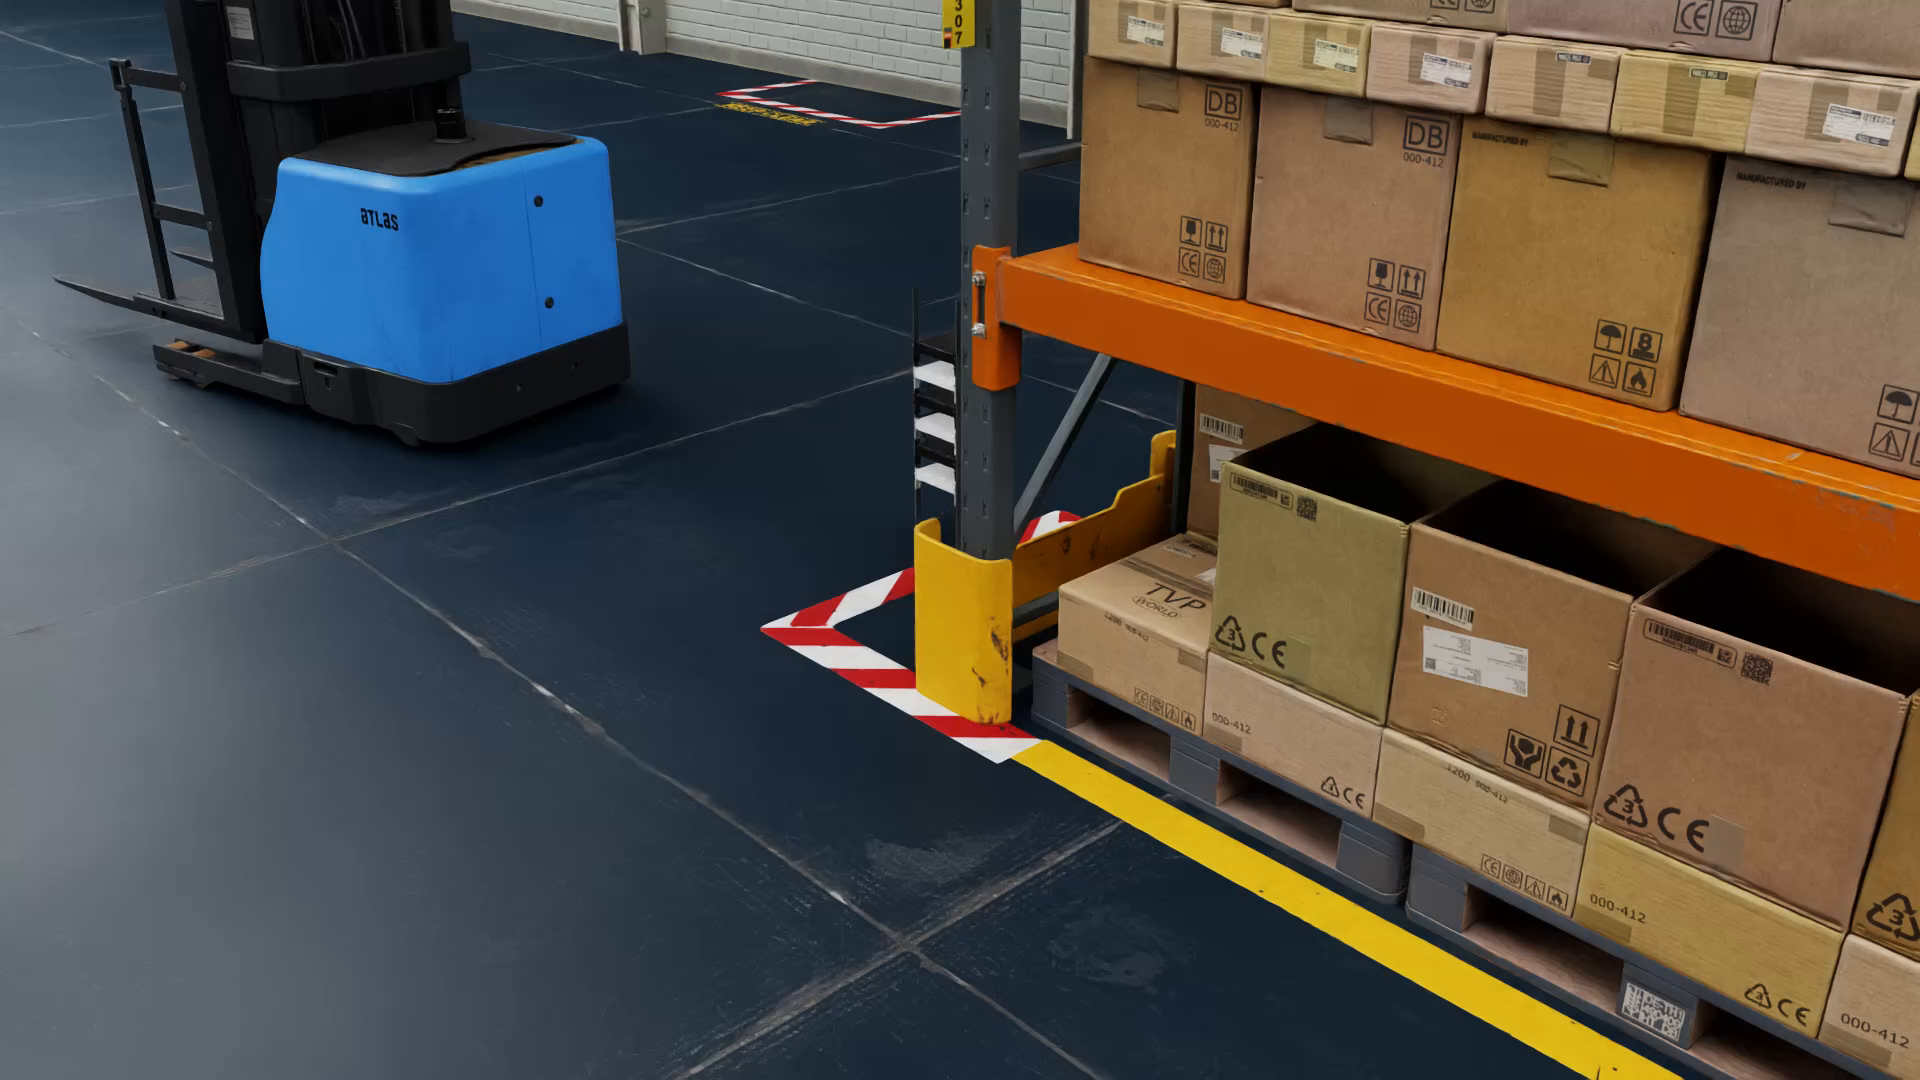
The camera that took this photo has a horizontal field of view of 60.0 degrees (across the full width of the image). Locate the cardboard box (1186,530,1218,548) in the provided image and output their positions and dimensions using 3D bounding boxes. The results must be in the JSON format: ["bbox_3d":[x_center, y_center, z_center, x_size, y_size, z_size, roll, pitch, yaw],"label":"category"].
[{"bbox_3d":[0.988,0.091,4.744,0.500,0.250,0.500,-21,32,-38],"label":"cardboard box"}]

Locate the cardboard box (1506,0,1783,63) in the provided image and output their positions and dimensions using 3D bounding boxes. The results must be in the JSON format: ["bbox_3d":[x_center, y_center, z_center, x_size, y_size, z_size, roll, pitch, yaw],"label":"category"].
[{"bbox_3d":[1.460,-1.212,3.110,0.700,0.500,0.500,-21,32,-38],"label":"cardboard box"}]

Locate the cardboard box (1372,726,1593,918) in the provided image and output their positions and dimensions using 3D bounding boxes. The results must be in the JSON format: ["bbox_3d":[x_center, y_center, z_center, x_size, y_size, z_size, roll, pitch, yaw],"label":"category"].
[{"bbox_3d":[1.296,0.539,3.760,0.500,0.250,0.500,-21,32,-38],"label":"cardboard box"}]

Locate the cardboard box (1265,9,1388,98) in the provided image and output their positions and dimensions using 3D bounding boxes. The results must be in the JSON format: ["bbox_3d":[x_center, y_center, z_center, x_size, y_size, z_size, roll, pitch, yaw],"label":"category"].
[{"bbox_3d":[0.869,-1.054,3.543,0.380,0.149,0.250,-21,32,-38],"label":"cardboard box"}]

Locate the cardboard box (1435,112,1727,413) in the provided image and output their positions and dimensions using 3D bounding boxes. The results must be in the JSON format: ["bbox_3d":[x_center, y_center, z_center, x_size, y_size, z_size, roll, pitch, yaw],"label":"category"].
[{"bbox_3d":[1.413,-0.639,3.415,0.700,0.500,0.500,-21,32,-38],"label":"cardboard box"}]

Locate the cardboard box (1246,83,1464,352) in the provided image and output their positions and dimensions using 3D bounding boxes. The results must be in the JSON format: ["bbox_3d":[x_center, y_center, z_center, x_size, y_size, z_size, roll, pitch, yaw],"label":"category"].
[{"bbox_3d":[1.078,-0.791,3.749,0.700,0.500,0.500,-20,31,-37],"label":"cardboard box"}]

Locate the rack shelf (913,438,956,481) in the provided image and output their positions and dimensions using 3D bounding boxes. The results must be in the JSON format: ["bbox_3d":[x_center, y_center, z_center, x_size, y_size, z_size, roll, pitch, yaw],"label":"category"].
[{"bbox_3d":[0.005,-0.295,5.609,0.258,0.077,0.200,-21,32,-38],"label":"rack shelf"}]

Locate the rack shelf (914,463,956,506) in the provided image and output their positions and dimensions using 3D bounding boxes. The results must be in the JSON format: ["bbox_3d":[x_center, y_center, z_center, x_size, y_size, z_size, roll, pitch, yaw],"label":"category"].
[{"bbox_3d":[0.005,-0.213,5.646,0.258,0.077,0.200,-21,32,-38],"label":"rack shelf"}]

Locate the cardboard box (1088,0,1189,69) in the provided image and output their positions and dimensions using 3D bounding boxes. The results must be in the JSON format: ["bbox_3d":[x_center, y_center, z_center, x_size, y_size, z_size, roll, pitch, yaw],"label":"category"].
[{"bbox_3d":[0.517,-1.209,3.883,0.380,0.149,0.250,-22,32,-39],"label":"cardboard box"}]

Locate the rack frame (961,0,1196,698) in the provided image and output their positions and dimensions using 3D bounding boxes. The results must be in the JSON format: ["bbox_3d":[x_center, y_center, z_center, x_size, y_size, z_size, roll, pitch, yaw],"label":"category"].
[{"bbox_3d":[0.406,-1.048,4.433,1.000,3.000,0.127,-21,32,-38],"label":"rack frame"}]

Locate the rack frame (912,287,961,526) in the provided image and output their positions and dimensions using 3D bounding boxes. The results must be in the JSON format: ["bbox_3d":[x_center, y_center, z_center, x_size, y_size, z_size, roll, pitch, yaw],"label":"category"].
[{"bbox_3d":[-0.064,-0.438,5.625,0.240,0.900,0.006,-21,32,-38],"label":"rack frame"}]

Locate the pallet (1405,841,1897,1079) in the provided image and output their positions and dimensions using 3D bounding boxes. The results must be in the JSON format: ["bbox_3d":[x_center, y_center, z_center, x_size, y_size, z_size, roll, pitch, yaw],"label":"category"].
[{"bbox_3d":[1.789,0.810,3.720,1.003,0.211,1.213,-21,32,-38],"label":"pallet"}]

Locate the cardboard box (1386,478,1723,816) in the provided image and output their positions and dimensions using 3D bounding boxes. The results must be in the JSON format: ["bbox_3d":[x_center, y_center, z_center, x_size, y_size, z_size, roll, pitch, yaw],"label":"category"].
[{"bbox_3d":[1.304,0.195,3.612,0.500,0.500,0.500,-21,32,-38],"label":"cardboard box"}]

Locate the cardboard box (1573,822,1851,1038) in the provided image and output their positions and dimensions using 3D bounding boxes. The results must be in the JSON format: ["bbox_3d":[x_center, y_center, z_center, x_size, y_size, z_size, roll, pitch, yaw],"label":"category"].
[{"bbox_3d":[1.634,0.692,3.425,0.500,0.250,0.500,-21,32,-38],"label":"cardboard box"}]

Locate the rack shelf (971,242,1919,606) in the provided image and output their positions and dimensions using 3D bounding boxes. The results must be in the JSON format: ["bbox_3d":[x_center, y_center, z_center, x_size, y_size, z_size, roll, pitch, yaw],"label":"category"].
[{"bbox_3d":[1.773,-0.115,3.254,1.077,0.370,4.000,-21,32,-38],"label":"rack shelf"}]

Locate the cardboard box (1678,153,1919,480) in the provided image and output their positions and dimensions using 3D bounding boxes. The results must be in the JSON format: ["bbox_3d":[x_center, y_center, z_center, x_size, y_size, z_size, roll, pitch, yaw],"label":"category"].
[{"bbox_3d":[1.776,-0.480,3.068,0.700,0.500,0.500,-20,31,-37],"label":"cardboard box"}]

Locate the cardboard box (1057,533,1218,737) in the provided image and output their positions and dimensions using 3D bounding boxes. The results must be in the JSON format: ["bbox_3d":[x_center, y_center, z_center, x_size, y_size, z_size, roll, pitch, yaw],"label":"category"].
[{"bbox_3d":[0.610,0.237,4.422,0.500,0.250,0.500,-21,32,-38],"label":"cardboard box"}]

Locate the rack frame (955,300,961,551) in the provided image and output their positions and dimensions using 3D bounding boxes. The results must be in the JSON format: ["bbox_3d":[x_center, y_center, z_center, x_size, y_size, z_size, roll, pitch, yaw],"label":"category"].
[{"bbox_3d":[0.075,-0.376,5.490,0.240,0.900,0.006,-21,32,-38],"label":"rack frame"}]

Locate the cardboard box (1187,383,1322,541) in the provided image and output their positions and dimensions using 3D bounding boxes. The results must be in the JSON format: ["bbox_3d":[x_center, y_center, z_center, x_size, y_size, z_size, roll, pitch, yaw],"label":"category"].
[{"bbox_3d":[0.990,-0.251,4.590,0.500,0.500,0.500,-21,32,-38],"label":"cardboard box"}]

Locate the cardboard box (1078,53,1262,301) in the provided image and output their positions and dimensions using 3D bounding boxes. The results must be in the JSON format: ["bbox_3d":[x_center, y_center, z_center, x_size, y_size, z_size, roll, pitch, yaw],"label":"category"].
[{"bbox_3d":[0.716,-0.948,4.095,0.700,0.500,0.500,-21,32,-38],"label":"cardboard box"}]

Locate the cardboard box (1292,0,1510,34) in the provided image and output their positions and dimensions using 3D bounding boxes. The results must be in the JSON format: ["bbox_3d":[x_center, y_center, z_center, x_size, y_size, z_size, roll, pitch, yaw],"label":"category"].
[{"bbox_3d":[1.115,-1.365,3.444,0.700,0.500,0.500,-22,33,-40],"label":"cardboard box"}]

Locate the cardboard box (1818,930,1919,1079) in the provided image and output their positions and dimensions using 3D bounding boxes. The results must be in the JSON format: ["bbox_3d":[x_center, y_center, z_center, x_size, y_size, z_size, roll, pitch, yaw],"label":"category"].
[{"bbox_3d":[1.976,0.844,3.094,0.500,0.250,0.500,-21,32,-38],"label":"cardboard box"}]

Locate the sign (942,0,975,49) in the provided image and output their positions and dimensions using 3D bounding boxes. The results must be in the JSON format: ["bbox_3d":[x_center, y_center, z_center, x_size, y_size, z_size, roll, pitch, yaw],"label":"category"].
[{"bbox_3d":[-0.003,-1.322,3.896,0.100,0.325,0.005,-21,32,-38],"label":"sign"}]

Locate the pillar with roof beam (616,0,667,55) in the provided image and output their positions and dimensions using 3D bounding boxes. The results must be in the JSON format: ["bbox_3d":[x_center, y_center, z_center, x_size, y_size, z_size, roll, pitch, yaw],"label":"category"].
[{"bbox_3d":[-6.215,-7.632,11.636,9.100,9.000,0.400,-21,32,-38],"label":"pillar with roof beam"}]

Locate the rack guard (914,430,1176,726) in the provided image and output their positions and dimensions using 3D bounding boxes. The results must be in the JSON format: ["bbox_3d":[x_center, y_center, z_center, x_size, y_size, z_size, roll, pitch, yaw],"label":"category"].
[{"bbox_3d":[0.390,0.082,4.968,1.175,0.500,0.348,-21,32,-38],"label":"rack guard"}]

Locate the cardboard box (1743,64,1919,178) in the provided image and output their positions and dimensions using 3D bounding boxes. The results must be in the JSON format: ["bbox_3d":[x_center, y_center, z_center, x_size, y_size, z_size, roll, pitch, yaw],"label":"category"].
[{"bbox_3d":[1.567,-0.743,2.862,0.380,0.149,0.250,-21,32,-38],"label":"cardboard box"}]

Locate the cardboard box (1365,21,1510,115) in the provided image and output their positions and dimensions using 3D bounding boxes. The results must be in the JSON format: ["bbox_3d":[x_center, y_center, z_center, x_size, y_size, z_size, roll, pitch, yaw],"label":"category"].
[{"bbox_3d":[1.040,-0.976,3.374,0.380,0.149,0.250,-22,32,-39],"label":"cardboard box"}]

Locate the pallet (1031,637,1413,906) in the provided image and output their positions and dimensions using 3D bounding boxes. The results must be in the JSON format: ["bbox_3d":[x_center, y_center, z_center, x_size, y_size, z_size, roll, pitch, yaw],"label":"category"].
[{"bbox_3d":[0.959,0.440,4.530,1.003,0.211,1.213,-21,32,-38],"label":"pallet"}]

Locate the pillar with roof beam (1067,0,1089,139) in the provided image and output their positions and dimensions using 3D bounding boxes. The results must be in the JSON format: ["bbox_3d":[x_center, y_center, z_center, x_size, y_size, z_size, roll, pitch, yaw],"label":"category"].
[{"bbox_3d":[-2.114,-5.814,7.652,9.100,9.000,0.400,-21,32,-38],"label":"pillar with roof beam"}]

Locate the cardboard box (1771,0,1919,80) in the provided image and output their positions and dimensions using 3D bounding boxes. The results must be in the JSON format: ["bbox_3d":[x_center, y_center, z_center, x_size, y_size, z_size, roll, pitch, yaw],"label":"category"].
[{"bbox_3d":[1.803,-1.061,2.777,0.700,0.500,0.500,-21,32,-38],"label":"cardboard box"}]

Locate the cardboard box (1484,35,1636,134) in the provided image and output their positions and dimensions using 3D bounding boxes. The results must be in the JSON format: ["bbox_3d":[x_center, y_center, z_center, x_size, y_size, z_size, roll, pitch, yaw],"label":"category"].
[{"bbox_3d":[1.224,-0.896,3.199,0.250,0.149,0.380,23,33,40],"label":"cardboard box"}]

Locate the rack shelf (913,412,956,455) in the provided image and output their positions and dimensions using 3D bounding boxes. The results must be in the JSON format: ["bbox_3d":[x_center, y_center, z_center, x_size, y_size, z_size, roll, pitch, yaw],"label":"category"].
[{"bbox_3d":[0.005,-0.377,5.572,0.258,0.077,0.200,-21,32,-38],"label":"rack shelf"}]

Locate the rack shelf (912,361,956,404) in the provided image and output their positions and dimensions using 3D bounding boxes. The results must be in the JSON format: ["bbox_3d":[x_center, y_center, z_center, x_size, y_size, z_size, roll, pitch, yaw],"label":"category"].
[{"bbox_3d":[0.005,-0.541,5.497,0.258,0.077,0.200,-21,32,-38],"label":"rack shelf"}]

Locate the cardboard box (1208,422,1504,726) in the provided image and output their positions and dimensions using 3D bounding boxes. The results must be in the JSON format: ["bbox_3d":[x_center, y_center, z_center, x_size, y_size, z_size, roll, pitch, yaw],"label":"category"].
[{"bbox_3d":[0.953,0.047,3.936,0.500,0.500,0.500,-21,32,-38],"label":"cardboard box"}]

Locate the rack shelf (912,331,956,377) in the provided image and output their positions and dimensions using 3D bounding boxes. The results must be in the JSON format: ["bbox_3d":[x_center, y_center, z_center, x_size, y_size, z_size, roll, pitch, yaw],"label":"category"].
[{"bbox_3d":[0.005,-0.622,5.460,0.258,0.077,0.200,-21,32,-38],"label":"rack shelf"}]

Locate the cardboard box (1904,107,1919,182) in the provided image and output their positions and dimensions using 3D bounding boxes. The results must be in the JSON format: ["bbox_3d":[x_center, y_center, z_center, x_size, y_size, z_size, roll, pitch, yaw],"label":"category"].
[{"bbox_3d":[1.747,-0.663,2.688,0.380,0.149,0.250,-20,31,-37],"label":"cardboard box"}]

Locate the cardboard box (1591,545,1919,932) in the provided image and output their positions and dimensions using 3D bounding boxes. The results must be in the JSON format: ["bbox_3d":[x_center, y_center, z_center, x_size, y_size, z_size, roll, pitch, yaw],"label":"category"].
[{"bbox_3d":[1.633,0.351,3.269,0.500,0.500,0.500,-21,32,-38],"label":"cardboard box"}]

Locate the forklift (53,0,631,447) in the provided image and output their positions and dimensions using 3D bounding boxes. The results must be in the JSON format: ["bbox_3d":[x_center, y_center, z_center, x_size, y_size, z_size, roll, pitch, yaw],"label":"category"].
[{"bbox_3d":[-2.913,-2.154,6.940,3.031,2.935,1.130,16,29,31],"label":"forklift"}]

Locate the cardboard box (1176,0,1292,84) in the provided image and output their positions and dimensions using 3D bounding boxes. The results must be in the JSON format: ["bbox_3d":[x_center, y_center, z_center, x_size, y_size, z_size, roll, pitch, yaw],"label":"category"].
[{"bbox_3d":[0.699,-1.129,3.710,0.380,0.149,0.250,-22,33,-40],"label":"cardboard box"}]

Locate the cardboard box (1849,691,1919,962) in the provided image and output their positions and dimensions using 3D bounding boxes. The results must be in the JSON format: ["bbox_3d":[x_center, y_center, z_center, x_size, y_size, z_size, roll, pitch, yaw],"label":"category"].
[{"bbox_3d":[1.986,0.499,2.946,0.500,0.500,0.500,-21,32,-38],"label":"cardboard box"}]

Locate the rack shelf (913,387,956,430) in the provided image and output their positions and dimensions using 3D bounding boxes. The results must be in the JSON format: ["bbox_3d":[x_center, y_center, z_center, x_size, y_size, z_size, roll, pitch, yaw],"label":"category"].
[{"bbox_3d":[0.005,-0.459,5.534,0.258,0.077,0.200,-21,32,-38],"label":"rack shelf"}]

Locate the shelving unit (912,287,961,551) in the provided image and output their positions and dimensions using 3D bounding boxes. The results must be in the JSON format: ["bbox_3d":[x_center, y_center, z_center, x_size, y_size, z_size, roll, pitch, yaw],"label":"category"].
[{"bbox_3d":[0.005,-0.407,5.558,0.258,0.900,0.210,-21,32,-38],"label":"shelving unit"}]

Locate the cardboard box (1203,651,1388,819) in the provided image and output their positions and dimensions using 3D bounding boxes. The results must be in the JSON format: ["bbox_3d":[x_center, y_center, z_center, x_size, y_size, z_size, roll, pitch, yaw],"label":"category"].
[{"bbox_3d":[0.955,0.388,4.093,0.500,0.250,0.500,-21,32,-38],"label":"cardboard box"}]

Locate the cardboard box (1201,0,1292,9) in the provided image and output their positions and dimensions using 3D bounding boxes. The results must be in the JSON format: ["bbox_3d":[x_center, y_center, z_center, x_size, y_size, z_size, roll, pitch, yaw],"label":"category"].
[{"bbox_3d":[0.752,-1.523,3.790,0.700,0.500,0.500,-21,32,-38],"label":"cardboard box"}]

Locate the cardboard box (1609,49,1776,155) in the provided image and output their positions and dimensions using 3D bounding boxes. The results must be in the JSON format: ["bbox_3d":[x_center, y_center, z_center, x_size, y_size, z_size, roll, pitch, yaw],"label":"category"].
[{"bbox_3d":[1.399,-0.819,3.029,0.380,0.149,0.250,-22,32,-39],"label":"cardboard box"}]
